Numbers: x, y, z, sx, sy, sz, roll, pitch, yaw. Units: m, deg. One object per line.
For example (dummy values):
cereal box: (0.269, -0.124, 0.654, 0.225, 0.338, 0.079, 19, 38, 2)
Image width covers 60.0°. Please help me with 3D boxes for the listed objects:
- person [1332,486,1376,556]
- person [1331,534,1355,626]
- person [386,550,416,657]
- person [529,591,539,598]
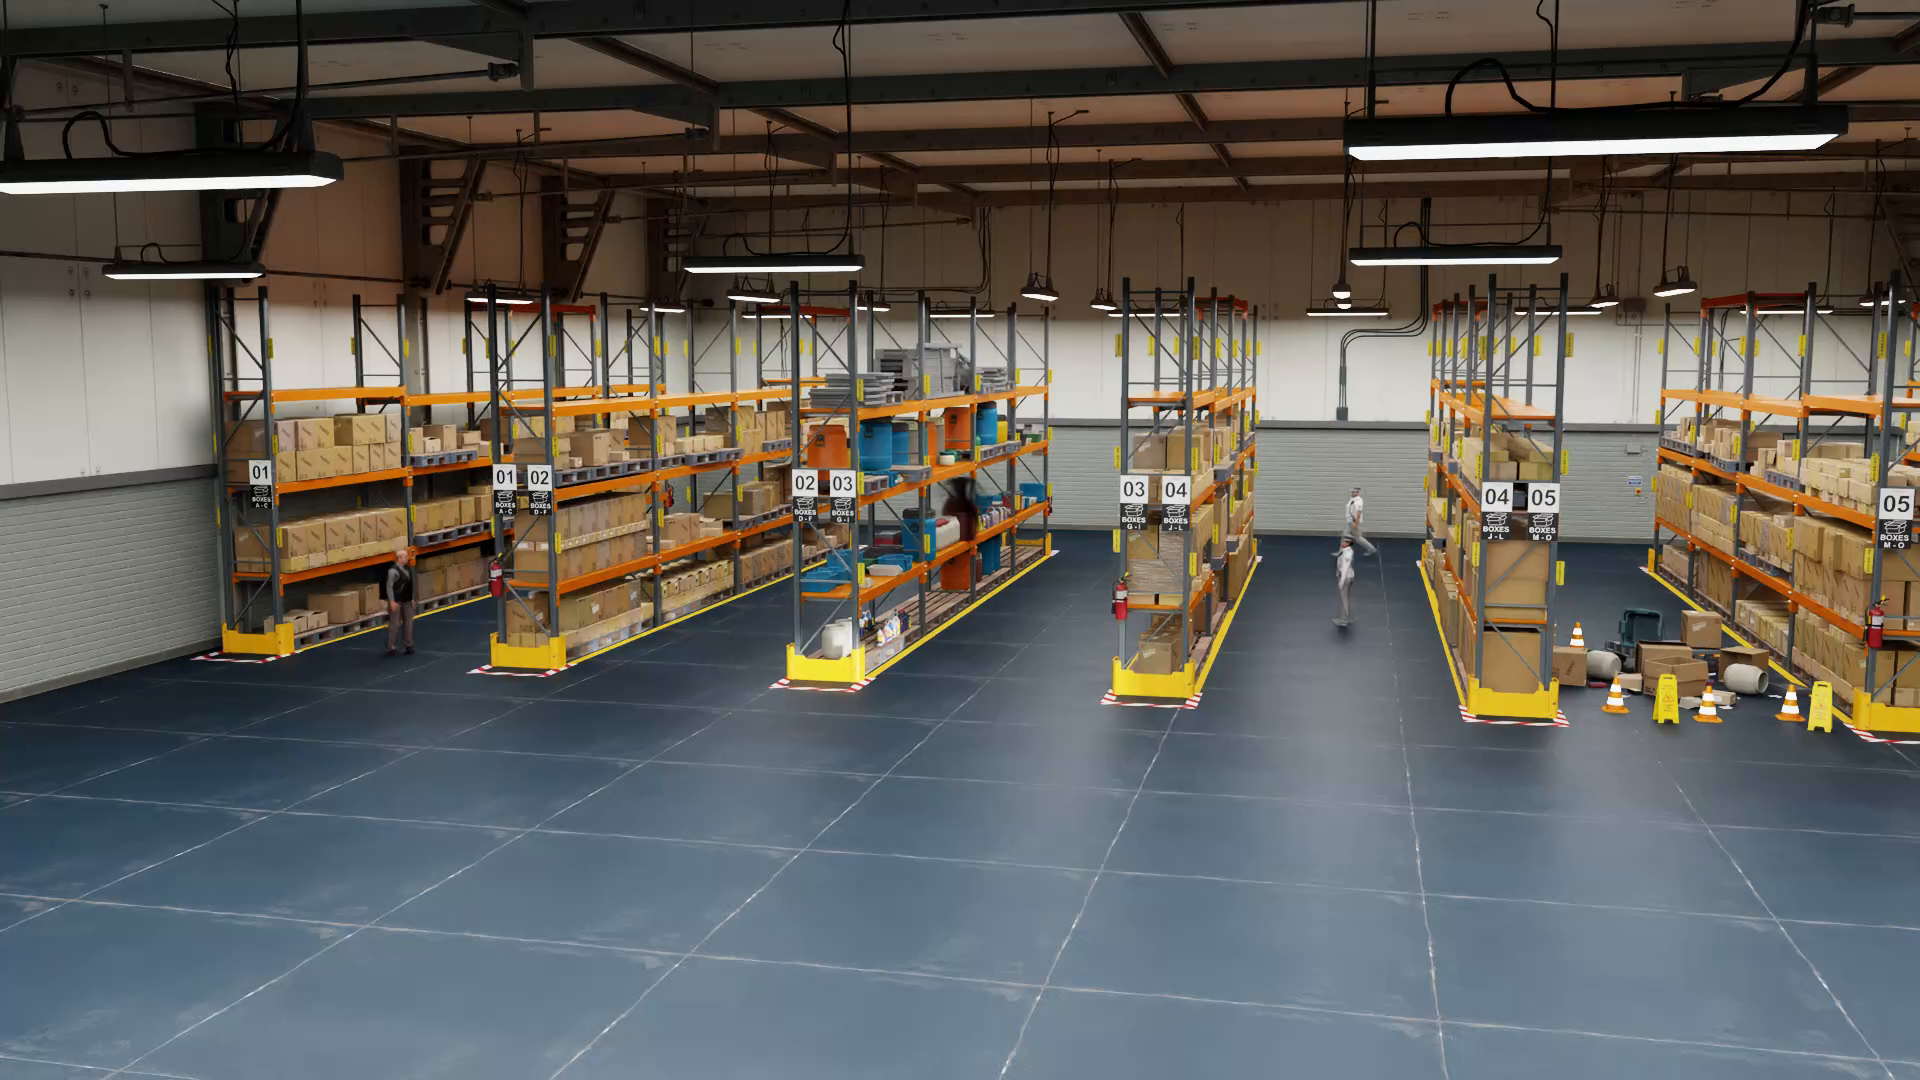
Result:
person: (9.448, -0.440, 39.895, 0.970, 1.729, 0.624, 0, 7, 3)
person: (6.927, 0.710, 30.155, 0.461, 1.677, 0.533, 4, 8, 29)
person: (-9.178, 1.026, 27.277, 0.394, 1.734, 0.619, 3, 7, 23)
person: (-8.300, 0.452, 32.716, 0.385, 1.607, 0.444, -1, 7, -9)
